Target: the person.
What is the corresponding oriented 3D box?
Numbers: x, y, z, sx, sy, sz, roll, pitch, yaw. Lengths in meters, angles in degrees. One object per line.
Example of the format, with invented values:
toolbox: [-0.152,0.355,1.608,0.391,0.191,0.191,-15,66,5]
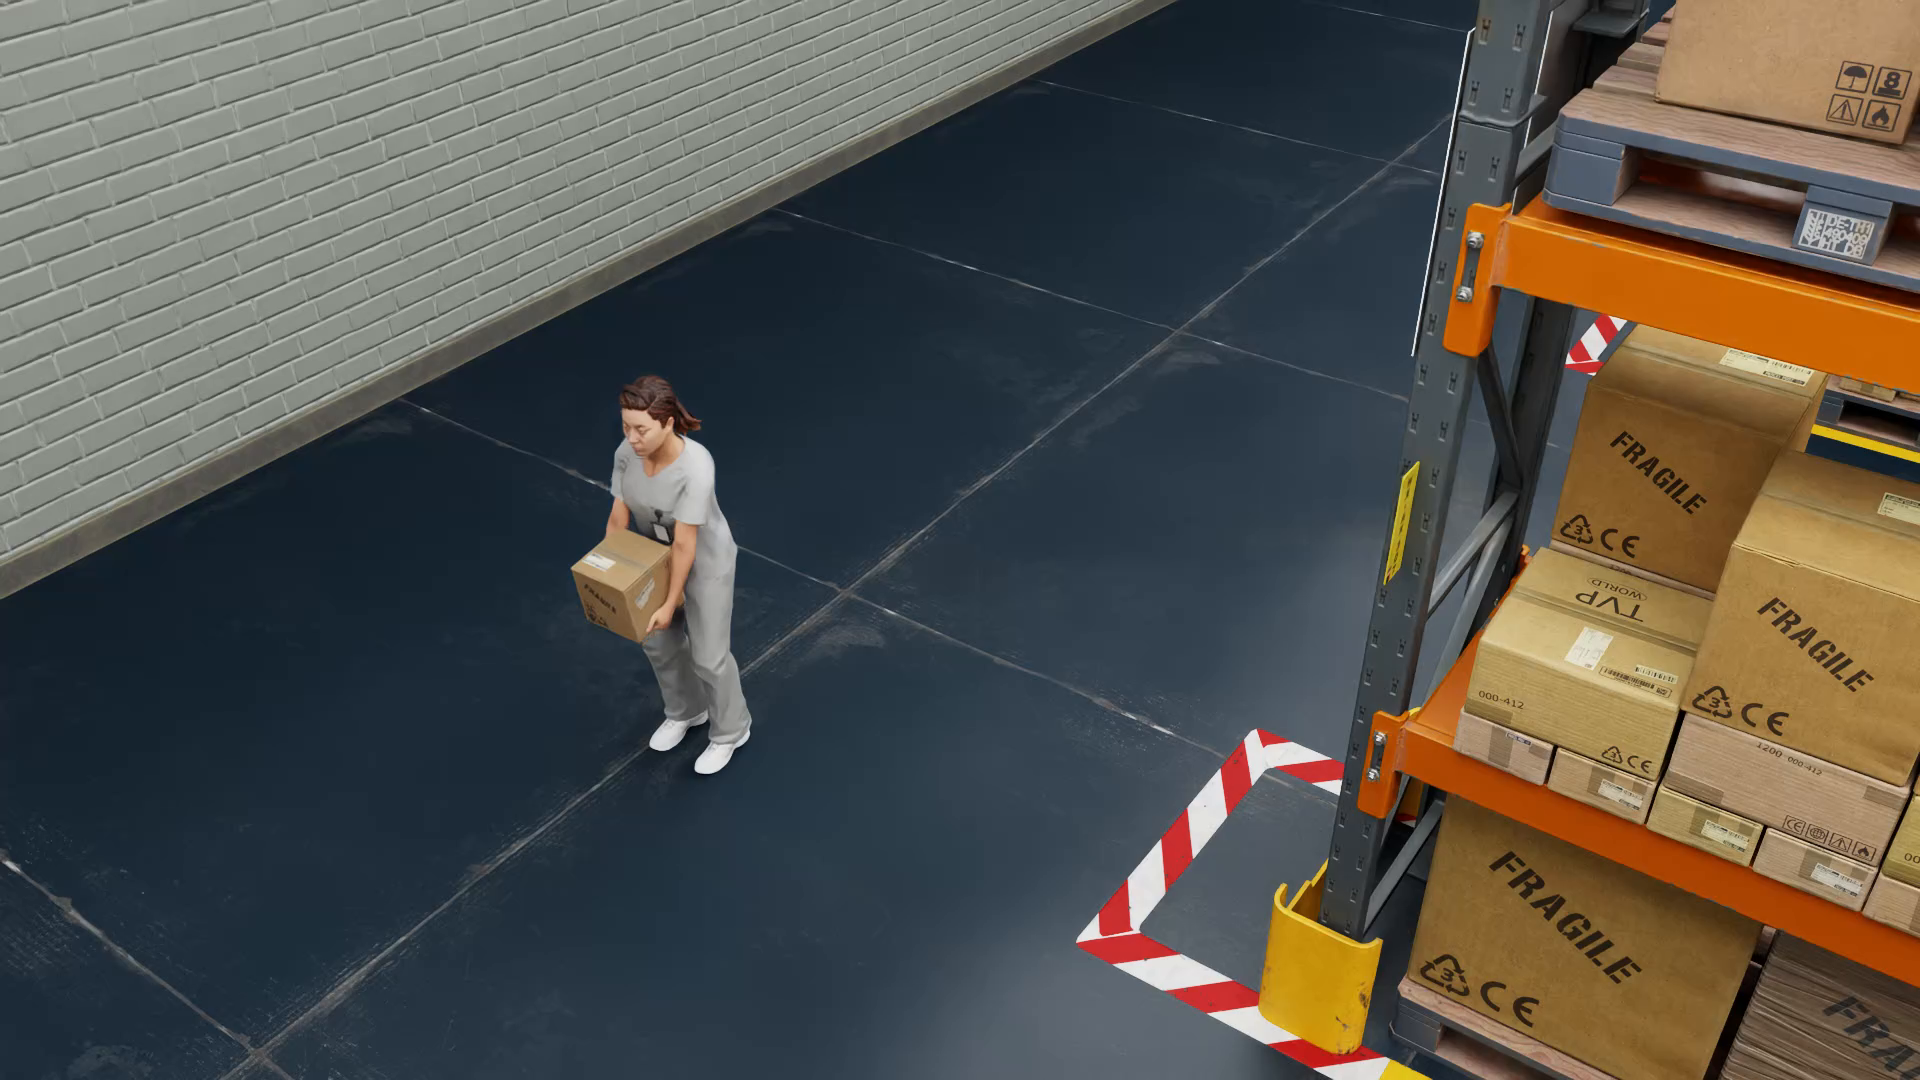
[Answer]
person: [-1.034,0.143,5.955,0.411,1.662,0.512,21,40,27]
